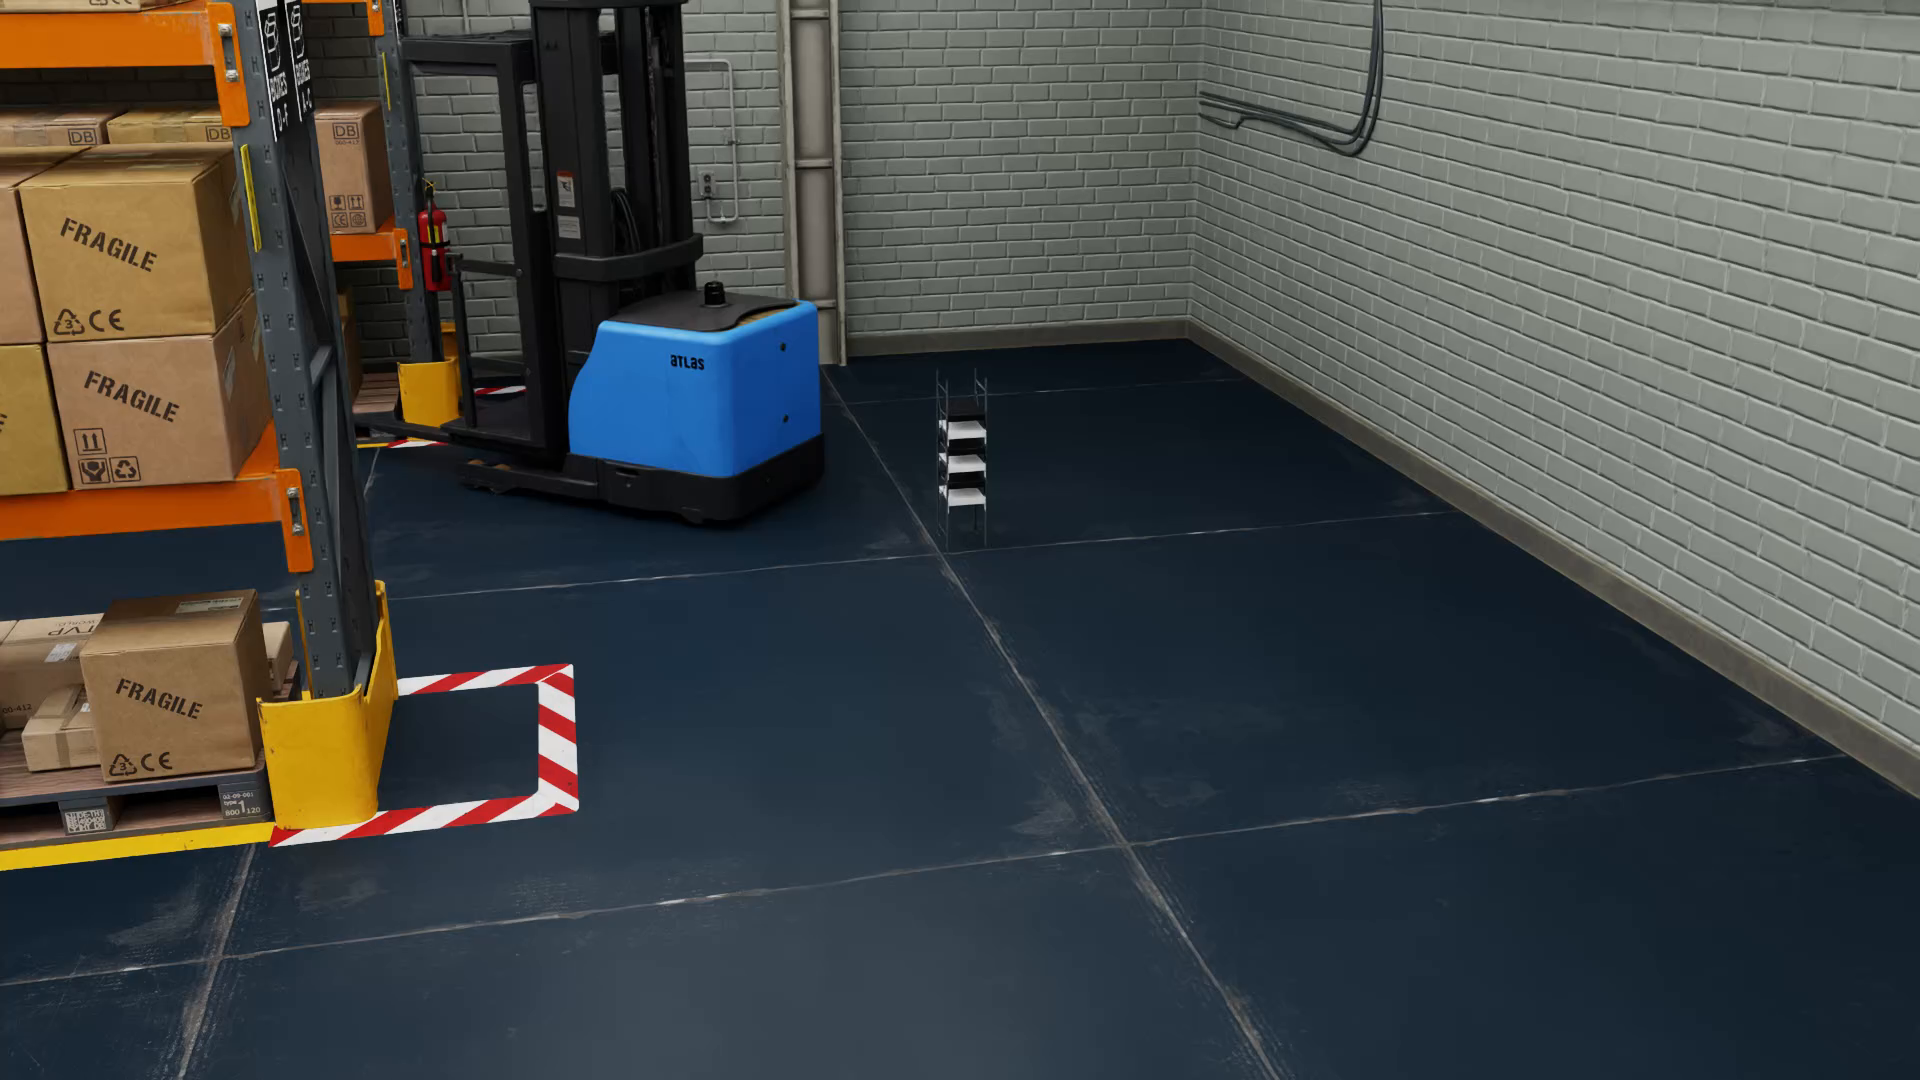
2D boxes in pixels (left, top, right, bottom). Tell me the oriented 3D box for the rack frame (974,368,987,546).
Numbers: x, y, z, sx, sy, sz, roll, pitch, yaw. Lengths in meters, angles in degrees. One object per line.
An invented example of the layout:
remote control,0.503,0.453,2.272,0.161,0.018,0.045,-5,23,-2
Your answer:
rack frame,0.107,-0.431,8.684,0.006,0.900,0.240,-5,21,-12

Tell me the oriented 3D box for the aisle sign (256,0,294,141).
aisle sign,-2.212,-1.699,5.312,0.004,0.787,0.394,-5,21,-12

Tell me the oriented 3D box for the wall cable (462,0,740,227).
wall cable,-2.464,-3.128,11.517,1.851,1.984,0.084,-5,21,-12

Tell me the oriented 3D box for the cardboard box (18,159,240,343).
cardboard box,-2.719,-0.965,5.488,0.500,0.500,0.500,-5,21,-13

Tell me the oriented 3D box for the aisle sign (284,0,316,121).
aisle sign,-2.350,-1.900,5.861,0.004,0.787,0.394,-5,21,-12

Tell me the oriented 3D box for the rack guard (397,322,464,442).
rack guard,-3.469,-1.062,10.986,0.348,0.500,1.175,-5,21,-12

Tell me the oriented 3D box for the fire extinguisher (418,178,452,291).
fire extinguisher,-3.240,-1.879,10.239,0.183,0.674,0.296,-5,21,-12

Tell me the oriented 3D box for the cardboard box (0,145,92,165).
cardboard box,-3.349,-1.101,5.861,0.500,0.500,0.500,-4,21,-12

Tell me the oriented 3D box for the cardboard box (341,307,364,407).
cardboard box,-4.151,-1.168,10.666,0.500,0.500,0.700,-5,21,-12

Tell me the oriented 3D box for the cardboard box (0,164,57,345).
cardboard box,-3.210,-0.924,5.378,0.500,0.500,0.500,-4,21,-11

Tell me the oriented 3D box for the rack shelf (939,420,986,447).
rack shelf,0.008,-0.561,8.611,0.200,0.077,0.258,-5,21,-12

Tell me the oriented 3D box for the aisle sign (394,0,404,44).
aisle sign,-3.354,-3.359,9.845,0.004,0.787,0.394,-5,21,-12

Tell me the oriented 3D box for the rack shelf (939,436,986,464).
rack shelf,0.008,-0.476,8.642,0.200,0.077,0.258,-5,21,-12

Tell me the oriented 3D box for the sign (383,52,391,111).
sign,-3.381,-2.706,9.812,0.005,0.325,0.100,-5,21,-12

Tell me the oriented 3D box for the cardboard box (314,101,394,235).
cardboard box,-3.987,-2.330,10.380,0.700,0.700,0.980,-4,20,-10

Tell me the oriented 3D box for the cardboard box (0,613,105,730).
cardboard box,-3.430,0.497,6.456,0.500,0.250,0.500,-5,21,-12

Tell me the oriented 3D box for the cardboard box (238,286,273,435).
cardboard box,-2.842,-0.676,6.153,0.500,0.500,0.500,-4,21,-11

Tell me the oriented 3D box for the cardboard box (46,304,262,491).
cardboard box,-2.722,-0.496,5.662,0.500,0.500,0.500,-4,20,-11

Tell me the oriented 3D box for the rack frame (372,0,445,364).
rack frame,-3.493,-2.233,10.550,0.127,3.000,1.000,-5,21,-12

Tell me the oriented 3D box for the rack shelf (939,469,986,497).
rack shelf,0.008,-0.307,8.704,0.200,0.077,0.258,-5,21,-12

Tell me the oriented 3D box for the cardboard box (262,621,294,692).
cardboard box,-2.836,0.475,6.663,0.250,0.149,0.380,-5,21,-12

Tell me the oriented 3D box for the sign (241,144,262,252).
sign,-2.241,-1.080,5.260,0.005,0.325,0.100,-5,21,-12

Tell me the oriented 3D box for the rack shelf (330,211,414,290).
rack shelf,-5.439,-1.737,10.242,4.000,0.370,1.077,-5,21,-12

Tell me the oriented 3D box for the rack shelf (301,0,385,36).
rack shelf,-5.439,-3.146,9.726,4.000,0.370,1.077,-5,21,-12

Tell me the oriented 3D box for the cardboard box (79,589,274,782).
cardboard box,-2.822,0.517,6.036,0.500,0.500,0.500,-5,21,-12

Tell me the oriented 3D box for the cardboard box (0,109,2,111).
cardboard box,-6.142,-2.151,9.890,0.700,0.700,0.980,-5,21,-14

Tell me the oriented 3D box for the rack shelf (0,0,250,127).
rack shelf,-4.295,-1.488,5.200,4.000,0.370,1.077,-5,21,-12

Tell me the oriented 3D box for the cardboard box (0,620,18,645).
cardboard box,-3.917,0.536,6.348,0.500,0.250,0.500,-5,21,-12

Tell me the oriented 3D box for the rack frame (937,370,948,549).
rack frame,-0.091,-0.415,8.640,0.006,0.900,0.240,-5,21,-12

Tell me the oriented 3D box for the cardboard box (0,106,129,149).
cardboard box,-5.436,-2.212,10.056,0.700,0.700,0.980,-6,21,-15

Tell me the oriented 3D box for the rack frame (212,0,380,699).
rack frame,-2.349,-0.575,6.025,0.127,3.000,1.000,-5,21,-12

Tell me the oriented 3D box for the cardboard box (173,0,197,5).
cardboard box,-2.907,-1.958,5.656,0.500,0.250,0.500,-5,21,-12

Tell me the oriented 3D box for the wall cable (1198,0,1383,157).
wall cable,2.094,-3.920,10.948,0.112,2.526,3.097,-5,21,-12

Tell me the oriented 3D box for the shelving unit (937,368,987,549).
shelving unit,0.008,-0.423,8.662,0.210,0.900,0.258,-5,21,-12

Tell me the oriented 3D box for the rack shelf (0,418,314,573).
rack shelf,-4.295,-0.079,5.716,4.000,0.370,1.077,-5,21,-12

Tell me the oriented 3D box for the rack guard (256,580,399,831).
rack guard,-2.423,0.604,6.438,0.348,0.500,1.175,-5,21,-12

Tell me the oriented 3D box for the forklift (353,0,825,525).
forklift,-2.338,-1.794,9.450,3.031,2.935,1.130,10,22,25

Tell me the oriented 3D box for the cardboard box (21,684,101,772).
cardboard box,-3.236,0.676,6.088,0.250,0.166,0.380,-5,21,-12

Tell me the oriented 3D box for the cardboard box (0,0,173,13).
cardboard box,-2.788,-1.785,5.183,0.500,0.250,0.500,-5,21,-12

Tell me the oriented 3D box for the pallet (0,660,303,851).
pallet,-3.199,0.803,6.315,1.213,0.211,1.003,-5,21,-12

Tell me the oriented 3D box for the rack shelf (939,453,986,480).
rack shelf,0.008,-0.392,8.673,0.200,0.077,0.258,-5,21,-12

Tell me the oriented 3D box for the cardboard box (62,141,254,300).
cardboard box,-2.842,-1.145,5.981,0.500,0.500,0.500,-4,20,-11

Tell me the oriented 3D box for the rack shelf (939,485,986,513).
rack shelf,0.008,-0.223,8.735,0.200,0.077,0.258,-5,21,-12

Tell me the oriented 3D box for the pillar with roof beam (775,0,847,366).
pillar with roof beam,-0.073,-4.113,6.959,0.400,9.000,9.100,-5,21,-12

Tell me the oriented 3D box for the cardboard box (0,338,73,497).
cardboard box,-3.226,-0.454,5.547,0.500,0.500,0.500,-4,21,-12

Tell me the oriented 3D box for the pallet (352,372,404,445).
pallet,-4.253,-0.834,10.786,1.213,0.211,1.003,-5,21,-12

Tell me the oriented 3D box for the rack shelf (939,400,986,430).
rack shelf,0.008,-0.645,8.580,0.200,0.077,0.258,-5,21,-12

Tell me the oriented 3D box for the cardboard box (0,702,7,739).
cardboard box,-3.753,0.700,5.902,0.500,0.250,0.500,-5,21,-12

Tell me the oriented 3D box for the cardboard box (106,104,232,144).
cardboard box,-4.692,-2.269,10.212,0.700,0.700,0.980,-5,21,-13

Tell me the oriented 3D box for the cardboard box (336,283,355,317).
cardboard box,-4.075,-1.549,10.764,0.250,0.149,0.380,-5,21,-12
